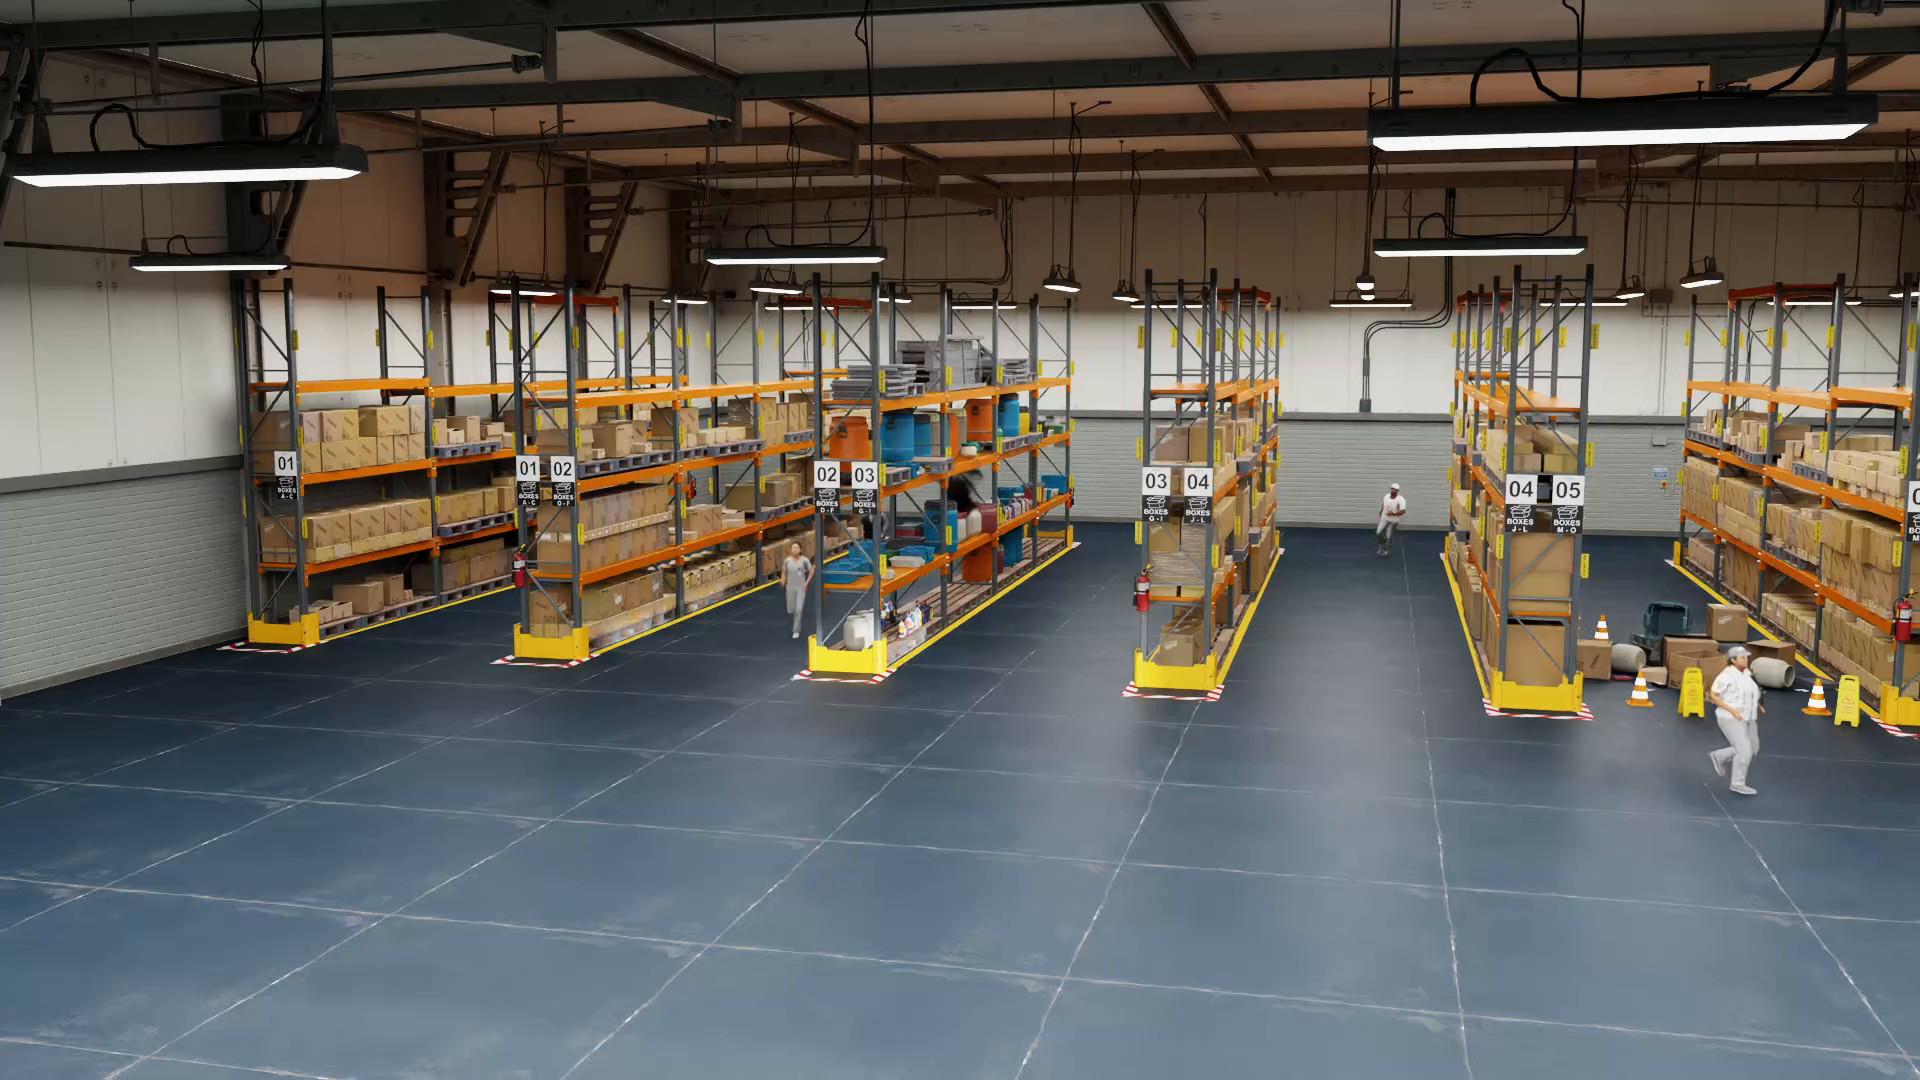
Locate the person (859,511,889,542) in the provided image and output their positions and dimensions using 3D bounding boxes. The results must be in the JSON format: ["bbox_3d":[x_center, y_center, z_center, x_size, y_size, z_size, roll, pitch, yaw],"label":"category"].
[{"bbox_3d":[-1.825,-0.040,34.889,0.636,1.625,0.568,1,7,8],"label":"person"}]

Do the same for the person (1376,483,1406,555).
[{"bbox_3d":[9.978,-0.467,38.430,0.695,1.709,0.626,6,9,42],"label":"person"}]

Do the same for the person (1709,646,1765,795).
[{"bbox_3d":[8.632,1.982,18.554,0.611,1.619,0.664,-4,8,-30],"label":"person"}]

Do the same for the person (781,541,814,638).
[{"bbox_3d":[-2.737,0.814,28.078,0.550,1.621,0.622,1,7,5],"label":"person"}]
